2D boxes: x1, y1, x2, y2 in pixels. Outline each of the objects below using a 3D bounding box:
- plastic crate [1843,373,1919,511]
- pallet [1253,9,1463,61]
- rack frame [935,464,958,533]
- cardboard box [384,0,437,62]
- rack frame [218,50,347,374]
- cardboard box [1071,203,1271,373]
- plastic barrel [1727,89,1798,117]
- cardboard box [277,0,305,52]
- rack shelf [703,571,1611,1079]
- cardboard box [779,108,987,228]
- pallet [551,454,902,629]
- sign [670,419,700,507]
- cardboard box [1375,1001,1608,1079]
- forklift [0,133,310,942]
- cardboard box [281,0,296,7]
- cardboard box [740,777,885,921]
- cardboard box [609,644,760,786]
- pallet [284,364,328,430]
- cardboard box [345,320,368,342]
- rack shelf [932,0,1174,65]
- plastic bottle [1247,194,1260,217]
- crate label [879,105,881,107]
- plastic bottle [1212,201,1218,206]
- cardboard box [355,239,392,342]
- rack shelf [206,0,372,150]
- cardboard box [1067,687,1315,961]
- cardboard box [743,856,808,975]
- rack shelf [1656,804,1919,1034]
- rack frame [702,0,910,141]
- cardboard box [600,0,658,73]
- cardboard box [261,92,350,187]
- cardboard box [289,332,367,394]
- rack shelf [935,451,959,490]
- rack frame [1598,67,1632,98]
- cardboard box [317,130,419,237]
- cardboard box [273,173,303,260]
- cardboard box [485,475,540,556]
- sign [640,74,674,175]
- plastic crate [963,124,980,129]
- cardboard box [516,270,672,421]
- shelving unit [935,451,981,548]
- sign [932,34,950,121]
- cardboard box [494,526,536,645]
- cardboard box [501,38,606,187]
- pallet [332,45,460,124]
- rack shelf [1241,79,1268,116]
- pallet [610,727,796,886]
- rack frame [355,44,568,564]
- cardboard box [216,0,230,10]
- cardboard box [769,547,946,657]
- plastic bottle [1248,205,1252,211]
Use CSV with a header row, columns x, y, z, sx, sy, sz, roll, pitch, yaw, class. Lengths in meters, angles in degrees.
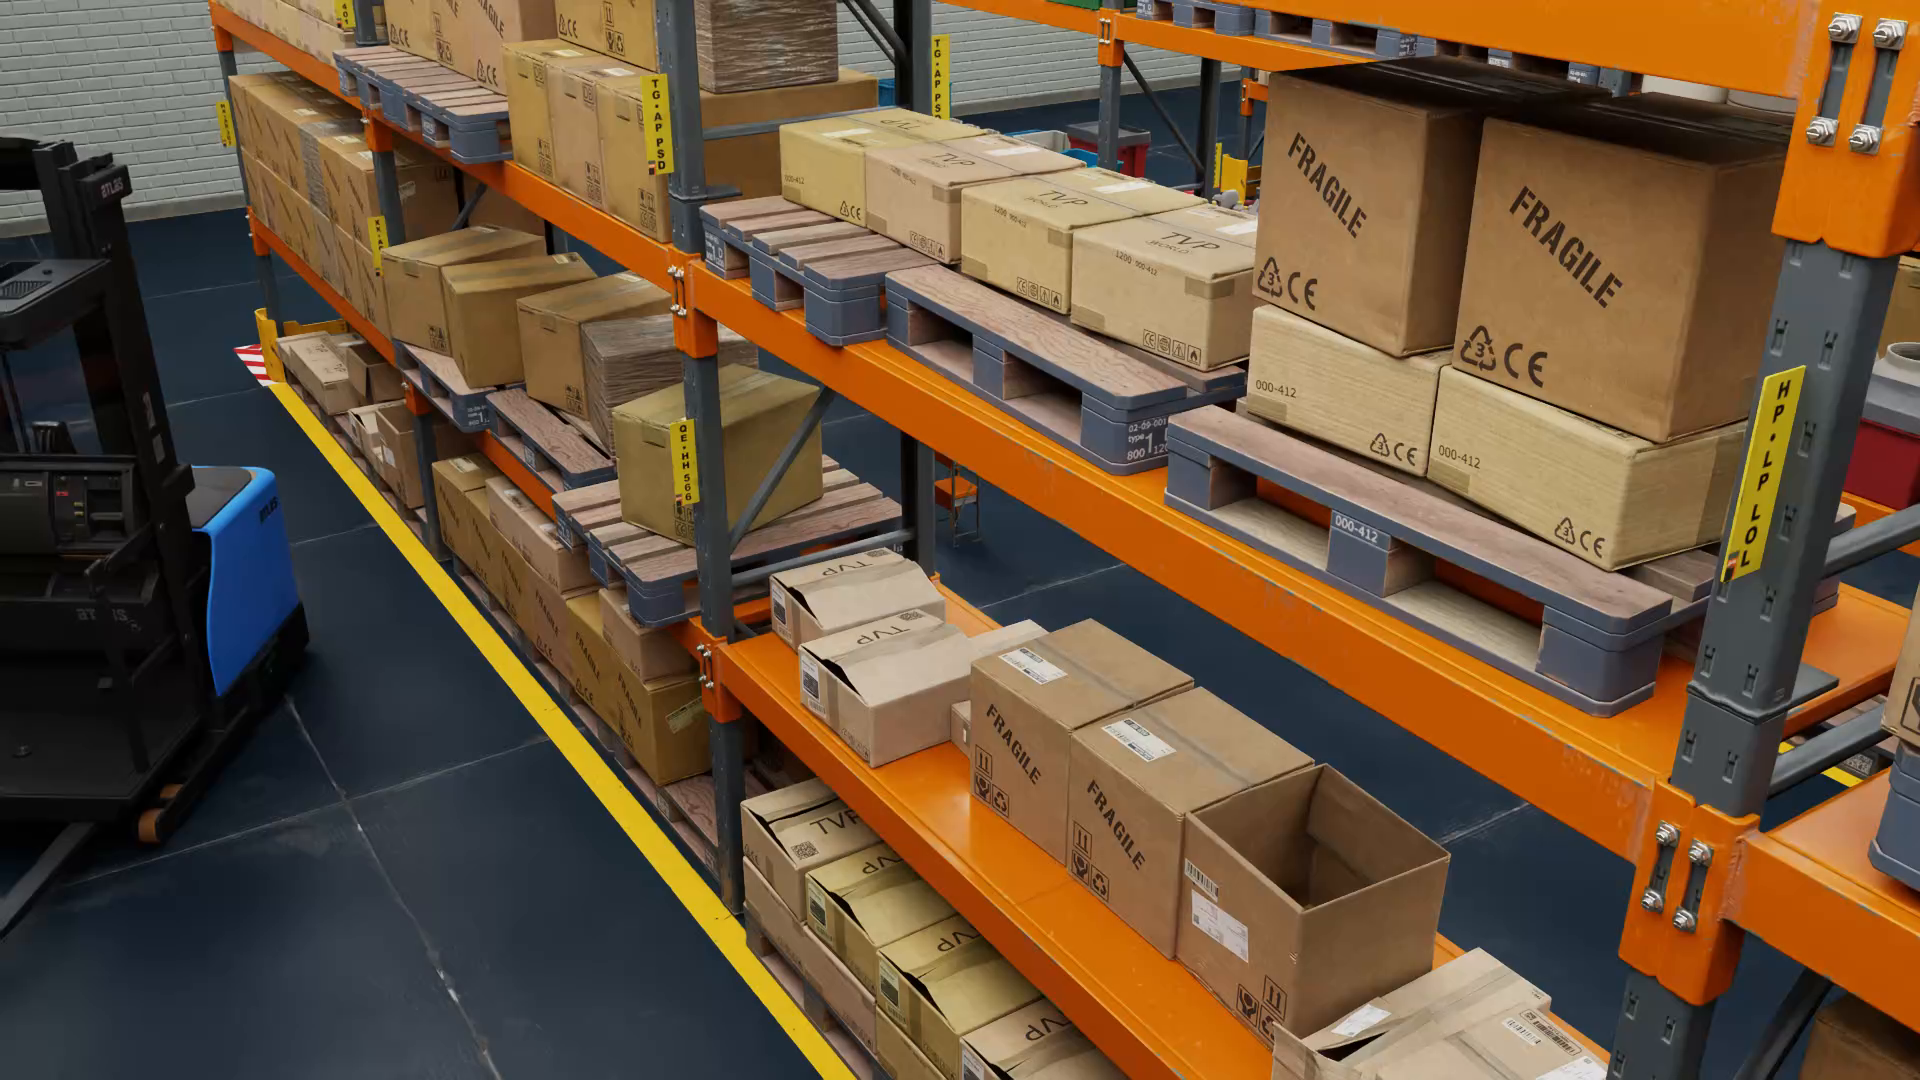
x,y,z,sx,sy,sz,roll,pitch,yaw,class
4.227,-0.455,7.625,0.402,0.464,0.583,-16,29,-30,plastic crate
2.549,-3.114,10.041,1.003,0.211,1.213,-16,29,-30,pallet
-0.096,-0.538,10.159,0.200,1.050,0.008,-16,29,-30,rack frame
-2.522,-2.792,8.412,0.600,0.600,0.600,-19,31,-34,cardboard box
-4.919,-2.784,12.633,1.000,3.000,0.127,-16,29,-30,rack frame
0.640,-0.668,4.322,0.500,0.250,0.500,-18,31,-34,cardboard box
3.867,-2.314,7.537,0.600,0.901,0.600,0,25,0,plastic barrel
-3.767,-3.112,9.990,0.500,0.250,0.500,-16,29,-30,cardboard box
0.541,1.118,5.210,1.077,0.370,4.000,-16,29,-30,rack shelf
-0.256,-1.252,5.558,0.500,0.250,0.500,-18,31,-33,cardboard box
-0.980,-0.062,7.091,1.213,0.211,1.003,-16,29,-30,pallet
-1.001,-0.280,6.066,0.100,0.325,0.005,-16,29,-30,sign
1.327,1.410,3.924,0.500,0.250,0.500,-14,28,-26,cardboard box
-4.056,-0.110,7.050,1.130,2.935,3.031,1,25,2,forklift
-3.769,-3.337,9.882,0.500,0.250,0.500,-16,29,-30,cardboard box
-0.511,1.133,6.407,0.500,0.311,0.500,-14,29,-28,cardboard box
-1.259,0.729,7.604,0.500,0.500,0.500,-14,29,-28,cardboard box
-4.441,-1.210,12.567,1.003,0.211,1.213,-16,29,-30,pallet
-4.415,-1.715,12.782,0.500,0.500,0.500,-16,29,-30,cardboard box
0.326,-4.252,13.073,1.077,0.370,4.000,-16,29,-30,rack shelf
2.072,-2.198,11.449,0.144,0.351,0.185,-16,29,-30,plastic bottle
-0.907,-3.723,14.749,0.416,0.233,0.303,-16,29,-30,crate label
1.809,-2.315,11.872,0.097,0.201,0.097,0,25,0,plastic bottle
-3.223,-1.517,9.833,0.500,0.500,0.500,-15,29,-29,cardboard box
-3.827,-3.099,10.631,1.077,0.370,4.000,-16,29,-30,rack shelf
0.666,0.817,4.888,0.500,0.500,0.500,-15,29,-29,cardboard box
-0.511,1.387,6.527,0.500,0.250,0.500,-16,29,-30,cardboard box
2.724,1.193,1.539,1.077,0.370,4.000,-16,29,-30,rack shelf
-0.554,-2.634,5.289,0.949,2.616,0.053,-16,29,-30,rack frame
-1.063,-2.116,6.416,0.500,0.500,0.500,-16,29,-30,cardboard box
-4.336,-2.696,11.158,0.500,0.500,0.500,-15,29,-29,cardboard box
-4.586,-1.300,12.195,0.500,0.250,0.500,-16,29,-30,cardboard box
-0.029,-0.484,10.071,0.215,0.259,0.240,-16,29,-30,rack shelf
3.601,-1.075,9.014,1.000,3.000,0.127,-16,29,-30,rack frame
-3.510,-2.153,10.010,0.500,0.500,0.500,-16,30,-31,cardboard box
-4.340,-2.245,11.375,0.500,0.500,0.500,-16,29,-30,cardboard box
-2.129,-0.173,8.637,0.500,0.250,0.500,-15,29,-29,cardboard box
-1.007,-1.387,5.555,0.100,0.325,0.005,-16,29,-30,sign
-0.023,-3.488,14.364,0.396,0.136,0.243,-16,29,-30,plastic crate
-1.719,-0.971,8.183,0.500,0.500,0.700,21,33,37,cardboard box
-0.029,-0.494,10.066,0.215,1.050,0.252,-16,29,-30,shelving unit
-0.082,-1.675,6.072,0.100,0.325,0.005,-16,29,-30,sign
-2.108,0.177,8.774,0.500,0.500,0.500,-15,29,-29,cardboard box
-1.380,-1.841,7.004,0.910,0.500,0.500,-16,29,-30,cardboard box
-2.438,-2.375,8.473,1.213,0.211,1.003,-16,29,-30,pallet
4.475,-4.050,16.159,1.077,0.370,4.000,-16,29,-30,rack shelf
-0.927,1.063,7.751,1.003,0.211,1.213,-16,29,-30,pallet
-2.735,-1.353,9.602,1.000,3.000,0.127,-16,29,-30,rack frame
-4.851,-3.829,11.510,0.500,0.250,0.500,-16,29,-30,cardboard box
-0.389,0.258,6.293,0.500,0.311,0.500,-14,28,-26,cardboard box
2.103,-2.254,11.655,0.152,0.276,0.135,-16,29,-30,plastic bottle
